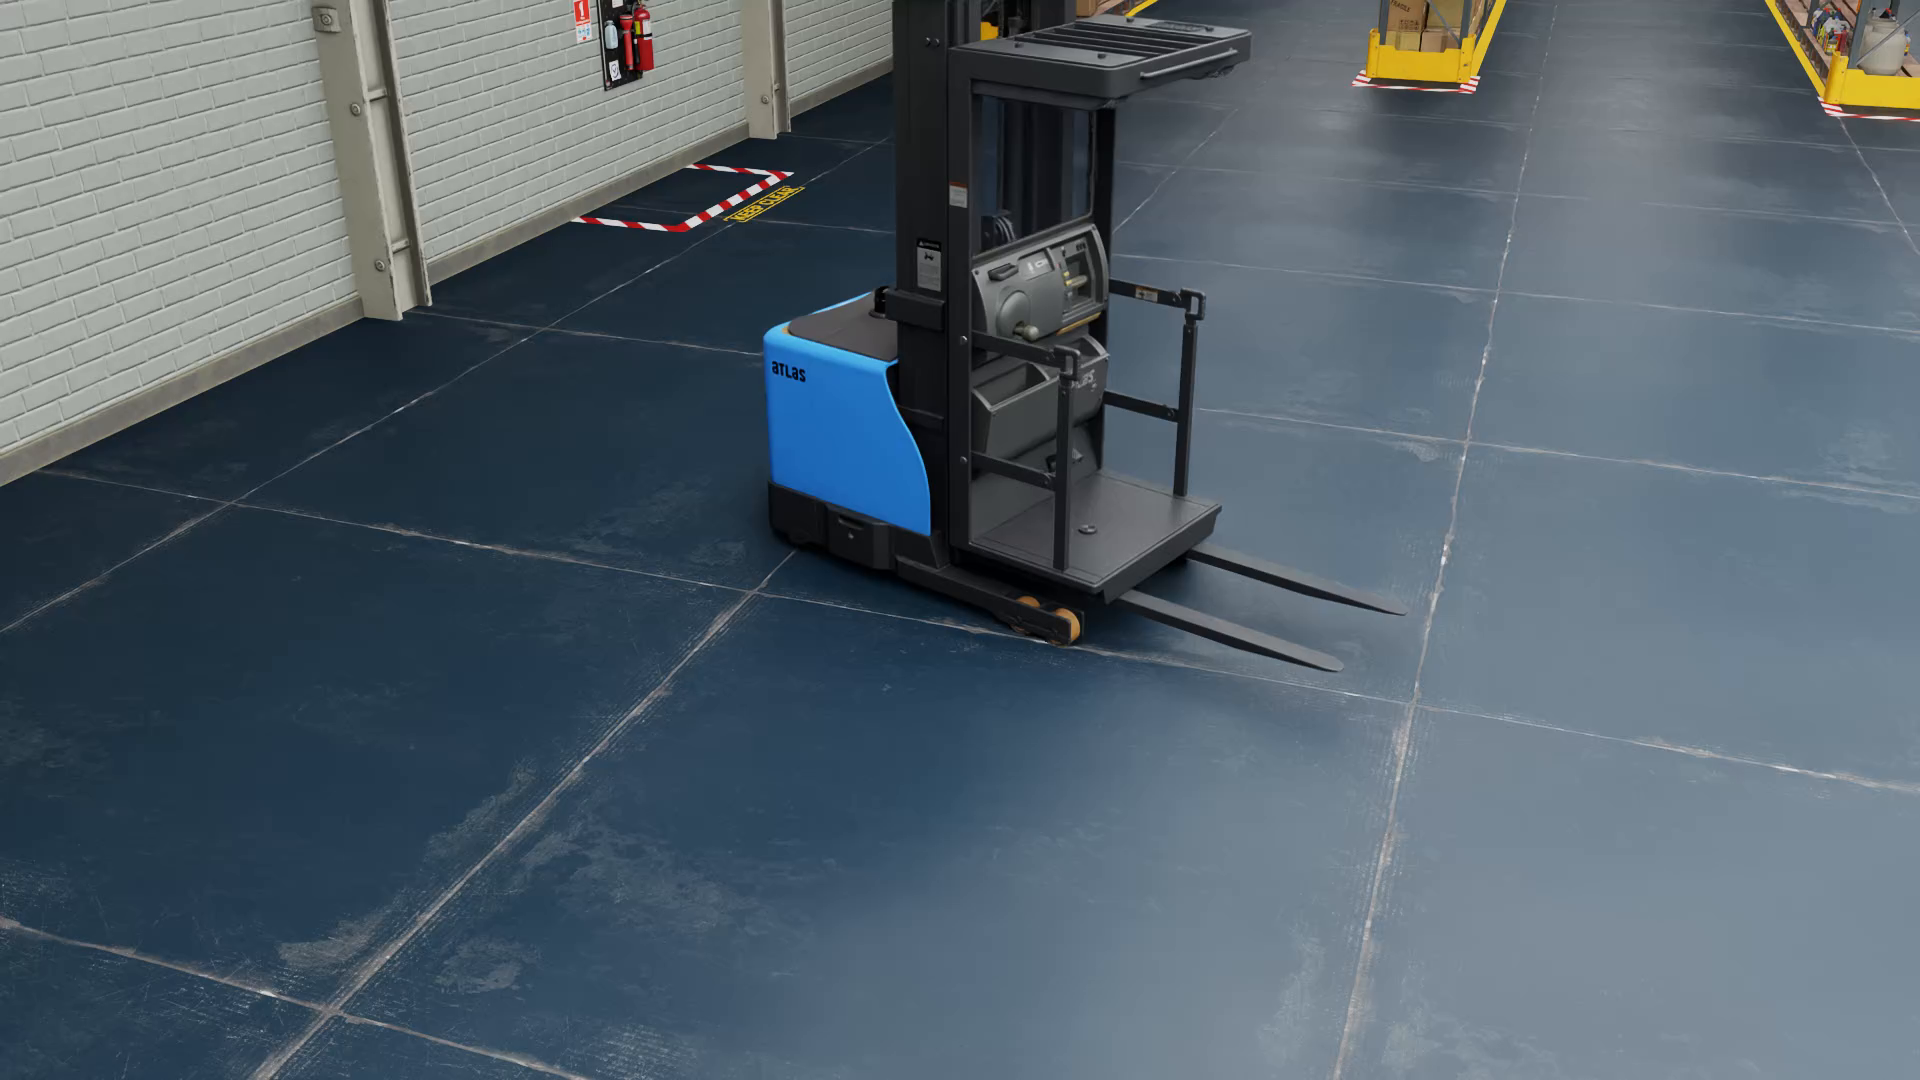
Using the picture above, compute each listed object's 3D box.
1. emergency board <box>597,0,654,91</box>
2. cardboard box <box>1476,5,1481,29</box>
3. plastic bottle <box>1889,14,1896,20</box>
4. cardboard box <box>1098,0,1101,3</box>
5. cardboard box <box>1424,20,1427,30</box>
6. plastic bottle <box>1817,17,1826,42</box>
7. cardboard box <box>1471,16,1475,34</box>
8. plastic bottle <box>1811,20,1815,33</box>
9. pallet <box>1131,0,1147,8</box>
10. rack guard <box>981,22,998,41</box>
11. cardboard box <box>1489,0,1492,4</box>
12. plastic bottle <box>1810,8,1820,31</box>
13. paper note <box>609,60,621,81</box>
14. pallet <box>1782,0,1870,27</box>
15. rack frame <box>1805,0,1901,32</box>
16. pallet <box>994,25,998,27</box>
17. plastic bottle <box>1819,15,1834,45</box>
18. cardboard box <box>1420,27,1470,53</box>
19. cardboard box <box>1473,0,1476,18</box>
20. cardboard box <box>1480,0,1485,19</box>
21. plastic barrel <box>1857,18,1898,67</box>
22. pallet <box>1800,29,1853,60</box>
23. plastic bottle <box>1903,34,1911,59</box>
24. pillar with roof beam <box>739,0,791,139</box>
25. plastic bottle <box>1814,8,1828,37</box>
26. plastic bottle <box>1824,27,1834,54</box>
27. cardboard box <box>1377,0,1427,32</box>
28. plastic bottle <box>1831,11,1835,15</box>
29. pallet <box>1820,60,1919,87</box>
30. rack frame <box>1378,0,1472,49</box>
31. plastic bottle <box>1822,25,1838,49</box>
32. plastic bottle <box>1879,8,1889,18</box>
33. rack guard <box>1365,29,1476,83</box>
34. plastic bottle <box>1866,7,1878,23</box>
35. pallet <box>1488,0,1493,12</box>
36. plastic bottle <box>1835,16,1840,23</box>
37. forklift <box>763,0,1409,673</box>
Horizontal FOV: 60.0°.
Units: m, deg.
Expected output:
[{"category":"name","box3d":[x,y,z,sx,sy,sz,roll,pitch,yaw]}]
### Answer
[{"category":"emergency board","box3d":[-2.771,-4.402,13.901,0.194,1.169,0.643,9,27,17]},{"category":"cardboard box","box3d":[6.394,-6.710,21.339,0.500,0.250,0.500,9,27,17]},{"category":"plastic bottle","box3d":[11.226,-6.160,20.065,0.144,0.351,0.185,9,27,17]},{"category":"cardboard box","box3d":[1.690,-7.749,23.177,0.500,0.500,0.500,7,27,14]},{"category":"cardboard box","box3d":[5.394,-6.170,20.225,0.500,0.250,0.500,9,27,17]},{"category":"plastic bottle","box3d":[10.523,-6.237,20.301,0.061,0.283,0.133,10,28,20]},{"category":"cardboard box","box3d":[6.057,-6.299,20.491,0.500,0.250,0.500,9,27,17]},{"category":"plastic bottle","box3d":[10.753,-6.460,20.856,0.097,0.201,0.097,0,26,0]},{"category":"pallet","box3d":[2.256,-8.174,24.890,1.003,0.211,1.213,9,27,17]},{"category":"rack guard","box3d":[0.692,-6.371,20.835,1.175,0.500,0.348,9,27,17]},{"category":"cardboard box","box3d":[7.210,-7.683,23.350,0.500,0.250,0.500,9,27,19]},{"category":"plastic bottle","box3d":[10.821,-6.575,21.013,0.097,0.271,0.097,0,26,0]},{"category":"paper note","box3d":[-2.895,-3.943,13.963,0.016,0.148,0.142,9,27,17]},{"category":"pallet","box3d":[11.969,-7.248,22.979,1.003,0.211,1.213,9,27,17]},{"category":"rack frame","box3d":[11.340,-7.672,20.654,1.000,3.000,0.127,9,27,17]},{"category":"pallet","box3d":[0.996,-6.570,21.577,1.003,0.211,1.213,9,27,17]},{"category":"plastic bottle","box3d":[10.476,-6.154,20.053,0.144,0.351,0.185,9,27,17]},{"category":"cardboard box","box3d":[5.728,-5.888,19.642,0.500,0.250,0.500,9,27,17]},{"category":"cardboard box","box3d":[6.046,-6.638,20.331,0.500,0.500,0.500,9,27,17]},{"category":"cardboard box","box3d":[6.722,-7.121,22.189,0.500,0.250,0.500,9,27,17]},{"category":"plastic barrel","box3d":[10.323,-5.585,18.716,0.421,0.512,0.421,0,26,0]},{"category":"pallet","box3d":[11.077,-6.147,20.704,1.003,0.211,1.213,9,27,17]},{"category":"plastic bottle","box3d":[10.906,-5.698,19.203,0.097,0.271,0.097,0,26,0]},{"category":"pillar with roof beam","box3d":[2.147,-7.488,13.390,9.100,9.000,0.400,9,27,17]},{"category":"plastic bottle","box3d":[10.680,-6.406,20.574,0.144,0.351,0.185,10,27,19]},{"category":"plastic bottle","box3d":[10.229,-5.873,19.550,0.061,0.283,0.133,9,27,19]},{"category":"cardboard box","box3d":[5.237,-6.301,19.634,0.500,0.500,0.500,9,27,17]},{"category":"plastic bottle","box3d":[10.840,-6.428,20.697,0.061,0.283,0.133,9,27,17]},{"category":"pallet","box3d":[10.265,-5.144,18.633,1.003,0.211,1.213,9,27,17]},{"category":"rack frame","box3d":[5.339,-6.748,18.745,1.000,3.000,0.127,9,27,17]},{"category":"plastic bottle","box3d":[10.363,-5.975,19.770,0.152,0.276,0.135,8,27,16]},{"category":"plastic bottle","box3d":[11.398,-6.371,20.502,0.144,0.351,0.185,8,27,16]},{"category":"rack guard","box3d":[5.331,-5.613,19.270,1.175,0.500,0.348,9,27,17]},{"category":"plastic bottle","box3d":[11.262,-6.392,20.545,0.144,0.351,0.185,9,27,17]},{"category":"pallet","box3d":[7.283,-7.948,24.424,1.003,0.211,1.213,9,27,17]},{"category":"plastic bottle","box3d":[10.746,-6.294,20.432,0.097,0.271,0.097,0,26,0]},{"category":"forklift","box3d":[0.529,-1.111,7.182,3.031,2.935,1.130,19,32,34]}]
